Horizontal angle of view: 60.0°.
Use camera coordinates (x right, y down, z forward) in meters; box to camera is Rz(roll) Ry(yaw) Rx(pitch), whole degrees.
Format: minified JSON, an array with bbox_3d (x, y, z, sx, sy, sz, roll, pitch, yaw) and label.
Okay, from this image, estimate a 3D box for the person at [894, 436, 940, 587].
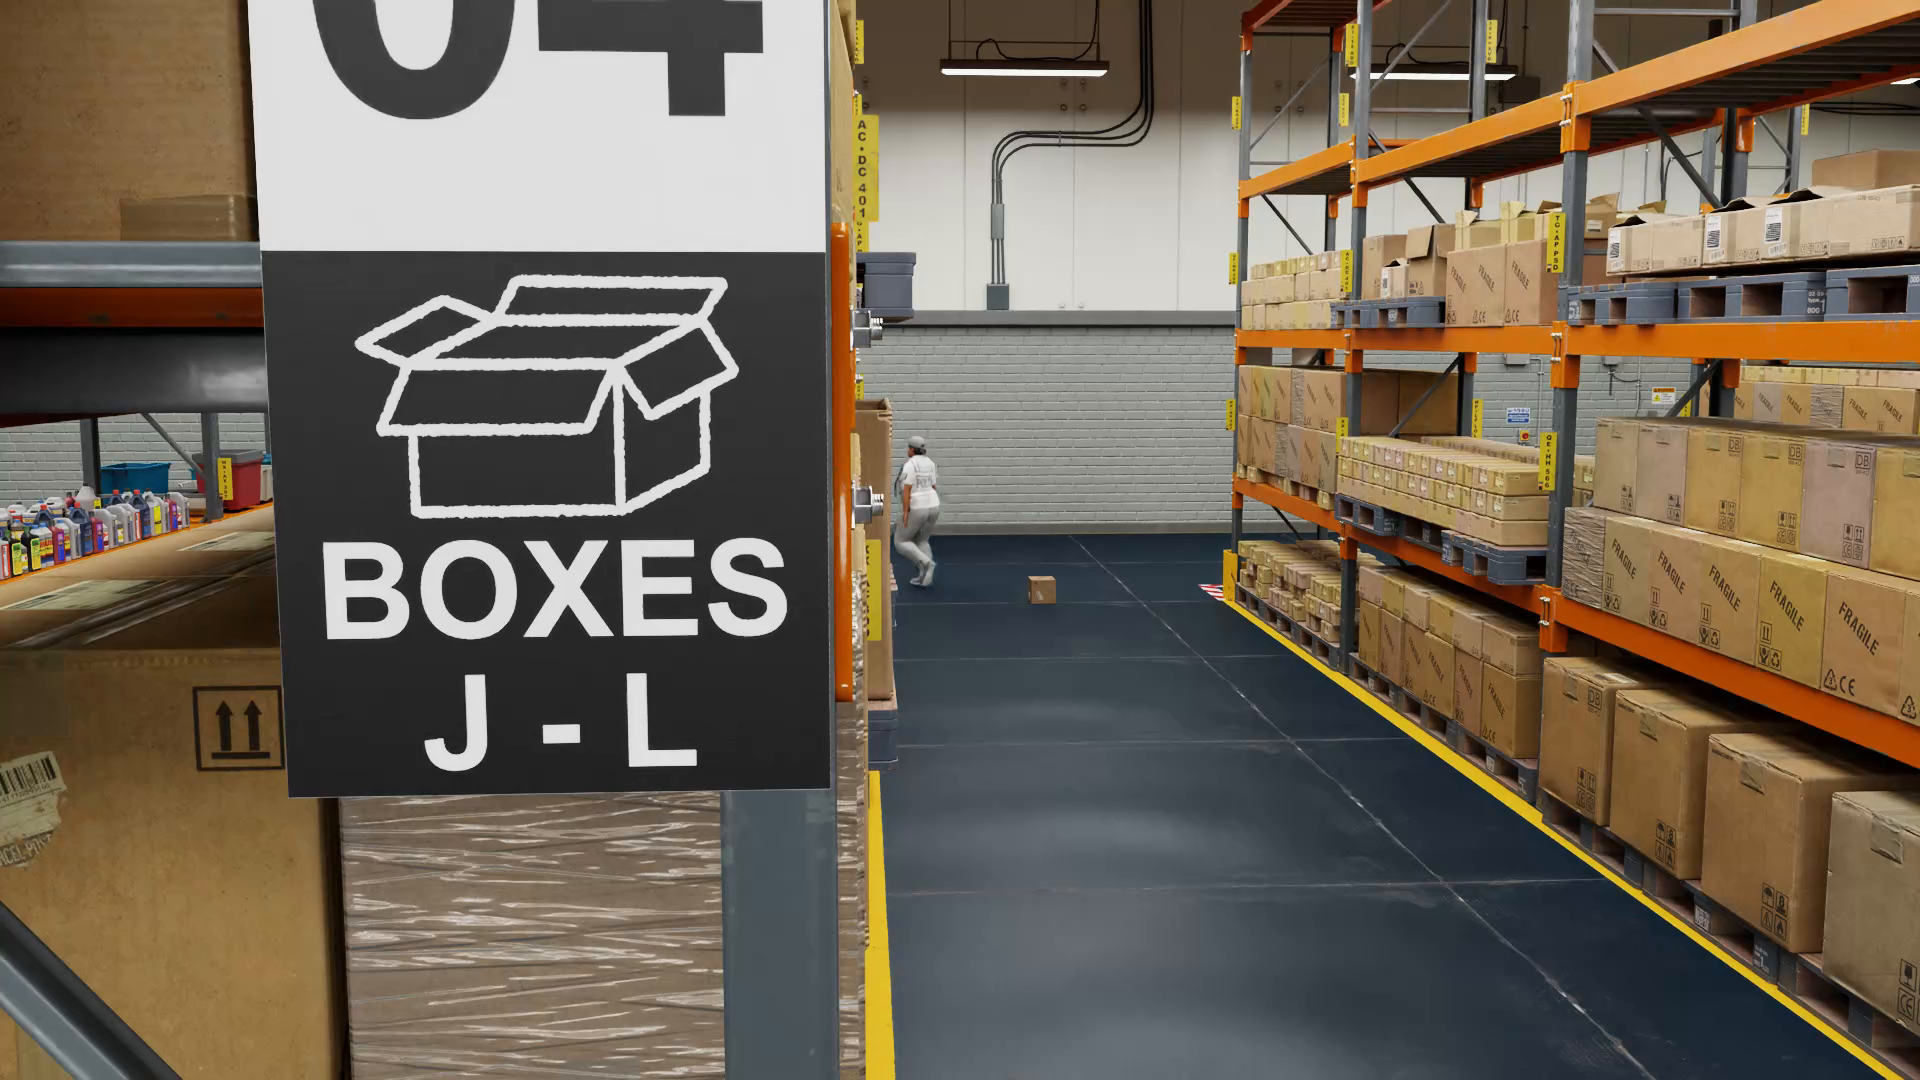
[{"bbox_3d":[-0.431,-0.308,18.119,0.515,1.648,0.529,5,9,38],"label":"person"}]
